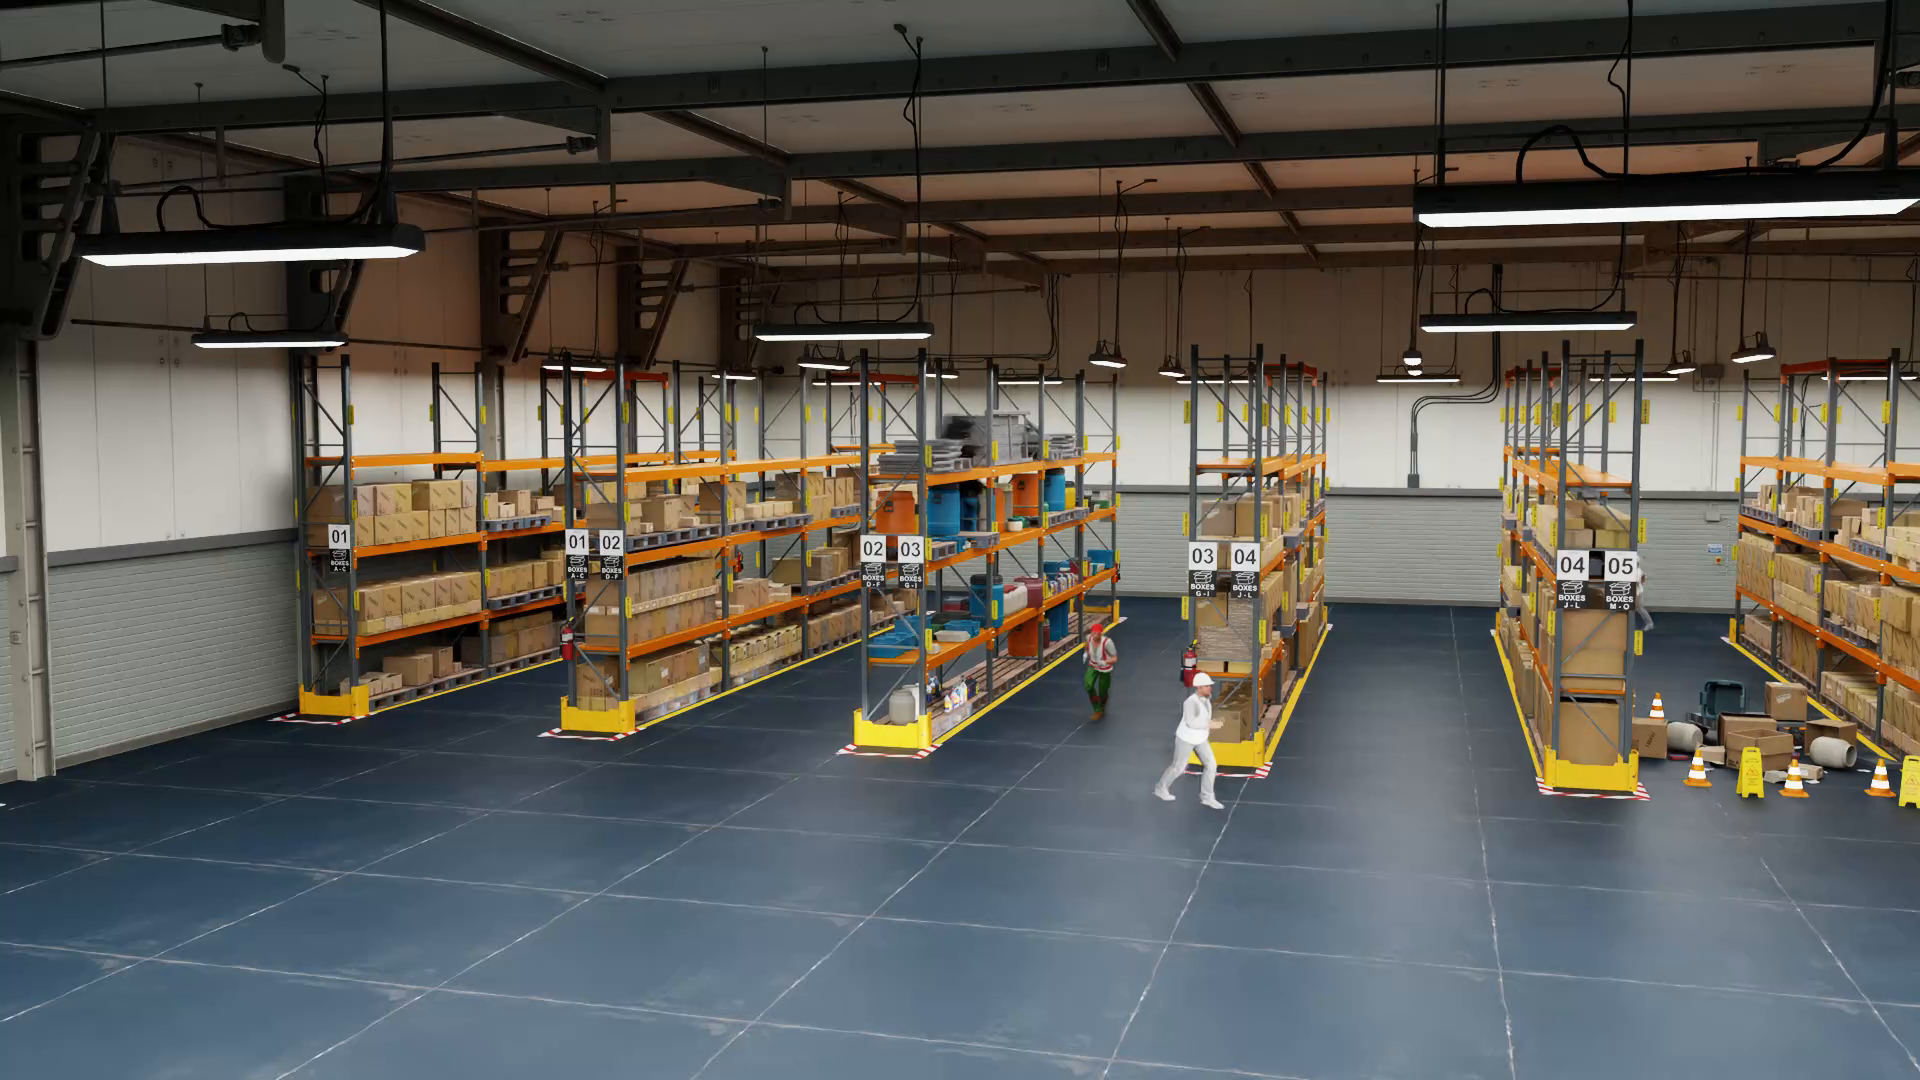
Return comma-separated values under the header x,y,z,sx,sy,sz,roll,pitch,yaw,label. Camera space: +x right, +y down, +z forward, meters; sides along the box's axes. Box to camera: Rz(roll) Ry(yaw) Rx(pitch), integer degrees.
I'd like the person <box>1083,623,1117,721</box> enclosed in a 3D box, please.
x,y,z,sx,sy,sz,roll,pitch,yaw,label
2.300,2.124,27.340,0.678,1.602,1.119,1,5,19,person

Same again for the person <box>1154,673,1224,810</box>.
x,y,z,sx,sy,sz,roll,pitch,yaw,label
2.940,2.535,21.164,0.986,1.738,0.659,3,6,39,person

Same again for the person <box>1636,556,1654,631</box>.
x,y,z,sx,sy,sz,roll,pitch,yaw,label
15.486,1.261,38.156,0.851,1.826,0.683,1,4,10,person
